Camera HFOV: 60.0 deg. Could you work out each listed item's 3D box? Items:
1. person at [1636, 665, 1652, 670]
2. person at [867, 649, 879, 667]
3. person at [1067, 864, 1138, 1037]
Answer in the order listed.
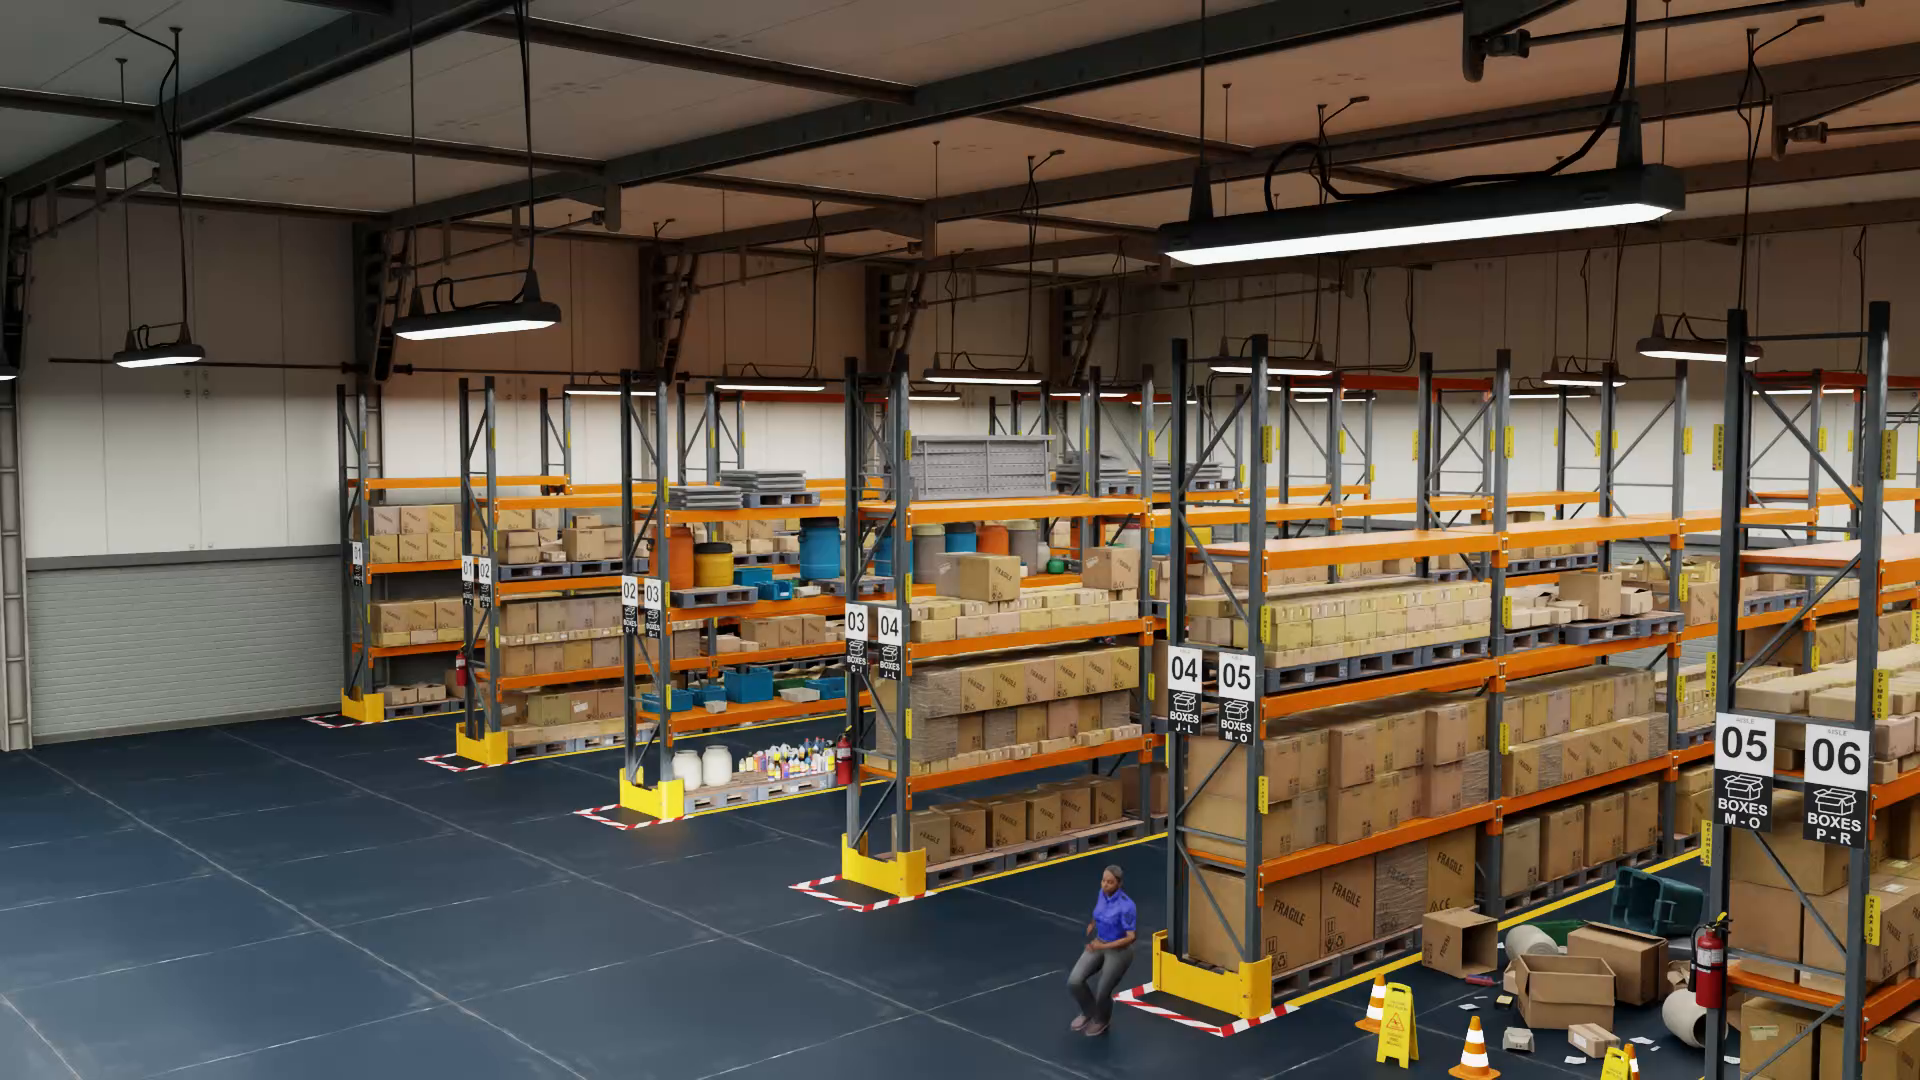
[{"bbox_3d":[11.124,2.699,26.759,0.880,1.413,0.652,-1,4,-21],"label":"person"},{"bbox_3d":[-1.679,2.121,33.752,0.839,1.724,0.555,-3,5,-35],"label":"person"},{"bbox_3d":[1.204,3.480,13.987,0.743,1.568,0.679,3,5,39],"label":"person"}]
